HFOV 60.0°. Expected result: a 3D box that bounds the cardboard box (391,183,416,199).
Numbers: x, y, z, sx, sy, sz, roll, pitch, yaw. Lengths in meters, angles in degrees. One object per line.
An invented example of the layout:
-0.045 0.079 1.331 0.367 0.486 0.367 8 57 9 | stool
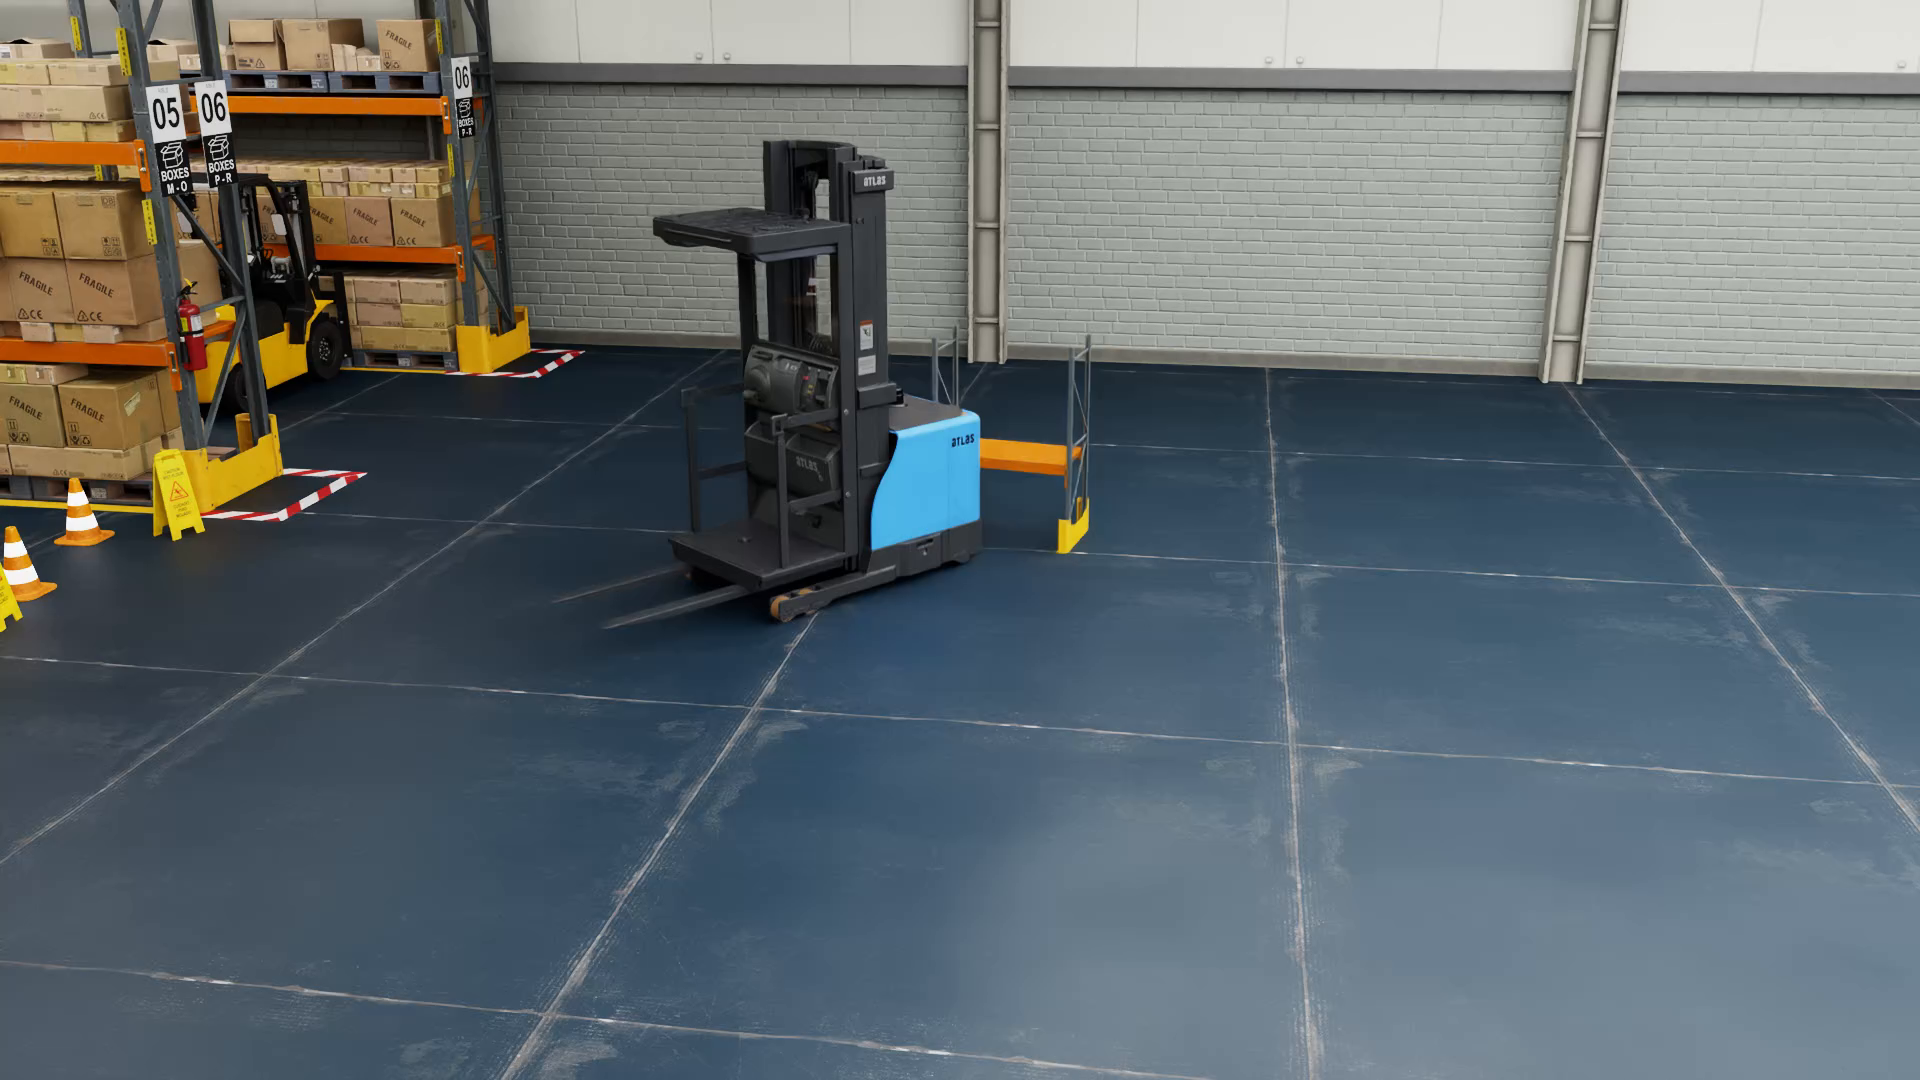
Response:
-5.721 -3.658 17.330 0.250 0.149 0.380 3 19 10 | cardboard box

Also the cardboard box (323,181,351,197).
-6.482 -3.705 17.470 0.250 0.149 0.380 2 19 7 | cardboard box

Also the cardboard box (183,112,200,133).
-6.137 -3.237 12.918 0.250 0.149 0.380 3 19 9 | cardboard box

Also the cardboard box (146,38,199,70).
-8.244 -5.080 17.352 0.500 0.311 0.500 3 19 10 | cardboard box

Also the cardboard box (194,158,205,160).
-8.159 -4.111 18.215 0.250 0.149 0.380 3 19 8 | cardboard box

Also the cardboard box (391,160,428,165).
-5.891 -3.983 17.830 0.250 0.149 0.380 3 19 10 | cardboard box

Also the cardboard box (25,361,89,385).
-7.067 -1.329 13.016 0.250 0.149 0.380 3 19 10 | cardboard box

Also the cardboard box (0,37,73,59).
-9.780 -5.158 17.586 0.500 0.311 0.500 2 19 7 | cardboard box

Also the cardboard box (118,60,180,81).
-6.180 -3.578 12.682 0.250 0.149 0.380 3 19 8 | cardboard box

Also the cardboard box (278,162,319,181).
-6.980 -3.894 17.564 0.250 0.149 0.380 3 19 9 | cardboard box

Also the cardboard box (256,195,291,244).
-7.120 -3.437 17.689 0.500 0.500 0.500 3 19 9 | cardboard box

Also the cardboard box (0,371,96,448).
-7.209 -1.050 13.202 0.500 0.500 0.500 4 19 11 | cardboard box

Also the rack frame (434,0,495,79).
-5.078 -6.215 16.696 0.127 3.000 1.000 3 19 9 | rack frame

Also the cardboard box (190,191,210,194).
-8.005 -3.775 17.680 0.250 0.149 0.380 3 19 10 | cardboard box

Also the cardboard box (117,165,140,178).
-8.759 -3.959 17.758 0.250 0.149 0.380 3 19 10 | cardboard box

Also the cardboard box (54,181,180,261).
-6.400 -2.435 12.651 0.500 0.500 0.700 2 19 7 | cardboard box

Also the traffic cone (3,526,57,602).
-6.331 0.135 11.169 0.334 0.463 0.336 3 19 9 | traffic cone

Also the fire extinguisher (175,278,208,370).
-5.821 -1.628 12.564 0.183 0.674 0.296 3 19 9 | fire extinguisher

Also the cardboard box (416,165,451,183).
-5.465 -3.818 17.339 0.250 0.149 0.380 3 19 9 | cardboard box

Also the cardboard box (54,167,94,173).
-9.843 -4.054 18.513 0.250 0.149 0.380 3 19 8 | cardboard box

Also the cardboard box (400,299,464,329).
-5.608 -2.429 17.719 0.500 0.250 0.500 3 19 8 | cardboard box

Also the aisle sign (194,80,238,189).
-5.751 -3.142 12.868 0.004 0.787 0.394 3 19 9 | aisle sign

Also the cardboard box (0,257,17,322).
-7.428 -1.997 12.919 0.500 0.500 0.500 3 19 8 | cardboard box

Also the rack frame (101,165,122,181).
-9.027 -3.571 18.250 0.127 3.000 1.000 3 19 9 | rack frame

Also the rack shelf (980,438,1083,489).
0.373 -0.584 12.252 1.000 0.185 0.538 6 19 18 | rack shelf

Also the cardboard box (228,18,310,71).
-7.120 -5.158 17.283 0.637 0.503 0.797 4 19 10 | cardboard box

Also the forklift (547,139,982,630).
-1.268 -1.048 10.815 3.031 2.935 1.130 -16 25 -40 | forklift

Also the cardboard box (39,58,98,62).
-6.904 -3.654 12.908 0.250 0.149 0.380 3 19 8 | cardboard box

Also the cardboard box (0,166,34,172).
-10.590 -4.092 18.626 0.250 0.149 0.380 3 19 8 | cardboard box

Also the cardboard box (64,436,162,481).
-6.726 -0.668 13.243 0.500 0.250 0.500 3 19 8 | cardboard box

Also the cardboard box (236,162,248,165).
-7.735 -3.914 17.625 0.250 0.149 0.380 3 19 8 | cardboard box

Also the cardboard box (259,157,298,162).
-7.405 -4.072 18.096 0.250 0.149 0.380 3 19 8 | cardboard box

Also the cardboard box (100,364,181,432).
-6.637 -1.194 13.634 0.500 0.500 0.500 2 19 7 | cardboard box

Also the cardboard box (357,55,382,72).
-5.944 -4.867 16.970 0.250 0.149 0.380 2 19 7 | cardboard box

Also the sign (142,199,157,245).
-5.969 -2.341 12.250 0.005 0.325 0.100 3 19 9 | sign

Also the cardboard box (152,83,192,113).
-6.315 -3.416 12.826 0.500 0.250 0.500 3 19 8 | cardboard box

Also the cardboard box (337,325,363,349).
-6.574 -2.246 17.960 0.500 0.250 0.500 3 19 9 | cardboard box

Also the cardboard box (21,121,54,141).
-6.766 -3.075 12.434 0.250 0.149 0.380 3 19 10 | cardboard box

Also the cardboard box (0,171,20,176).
-10.420 -3.915 18.096 0.250 0.149 0.380 2 19 7 | cardboard box

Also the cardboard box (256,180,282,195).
-7.230 -3.744 17.586 0.250 0.149 0.380 3 19 8 | cardboard box

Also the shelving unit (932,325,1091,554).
-7.348 -1.255 13.217 16.400 1.800 3.486 6 19 18 | shelving unit

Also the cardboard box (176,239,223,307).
-6.285 -2.114 13.268 0.500 0.500 0.500 3 19 8 | cardboard box

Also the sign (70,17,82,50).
-9.103 -5.218 17.132 0.005 0.325 0.100 3 19 9 | sign

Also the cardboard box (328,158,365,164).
-6.641 -4.049 18.029 0.250 0.149 0.380 2 19 7 | cardboard box

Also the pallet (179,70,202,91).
-8.181 -4.917 17.684 1.213 0.211 1.003 3 19 9 | pallet

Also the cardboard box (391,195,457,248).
-5.605 -3.360 17.460 0.500 0.500 0.500 3 19 7 | cardboard box

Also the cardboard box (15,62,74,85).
-6.745 -3.453 12.308 0.250 0.149 0.380 3 19 8 | cardboard box

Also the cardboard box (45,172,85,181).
-9.657 -3.881 17.996 0.250 0.149 0.380 3 19 8 | cardboard box

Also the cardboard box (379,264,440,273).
-6.016 -2.847 18.180 0.500 0.250 0.500 3 19 9 | cardboard box

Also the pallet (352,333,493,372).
-5.839 -2.073 18.166 1.213 0.211 1.003 3 19 9 | pallet

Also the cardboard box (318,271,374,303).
-6.587 -2.711 17.774 0.500 0.250 0.500 3 19 9 | cardboard box

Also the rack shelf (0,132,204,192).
-7.836 -2.997 12.939 4.000 0.370 1.077 3 19 9 | rack shelf

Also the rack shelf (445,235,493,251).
-7.052 -3.222 18.032 3.809 0.124 0.919 3 19 9 | rack shelf

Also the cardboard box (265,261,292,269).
-7.510 -2.926 18.417 0.500 0.250 0.500 3 19 9 | cardboard box

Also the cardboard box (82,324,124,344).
-6.532 -1.626 12.830 0.250 0.149 0.380 3 19 8 | cardboard box

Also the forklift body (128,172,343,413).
-7.239 -2.492 16.360 1.214 2.155 2.313 3 19 9 | forklift body

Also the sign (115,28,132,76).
-5.969 -3.484 11.867 0.005 0.325 0.100 3 19 9 | sign

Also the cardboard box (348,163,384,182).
-6.210 -3.861 17.468 0.250 0.149 0.380 3 19 9 | cardboard box
